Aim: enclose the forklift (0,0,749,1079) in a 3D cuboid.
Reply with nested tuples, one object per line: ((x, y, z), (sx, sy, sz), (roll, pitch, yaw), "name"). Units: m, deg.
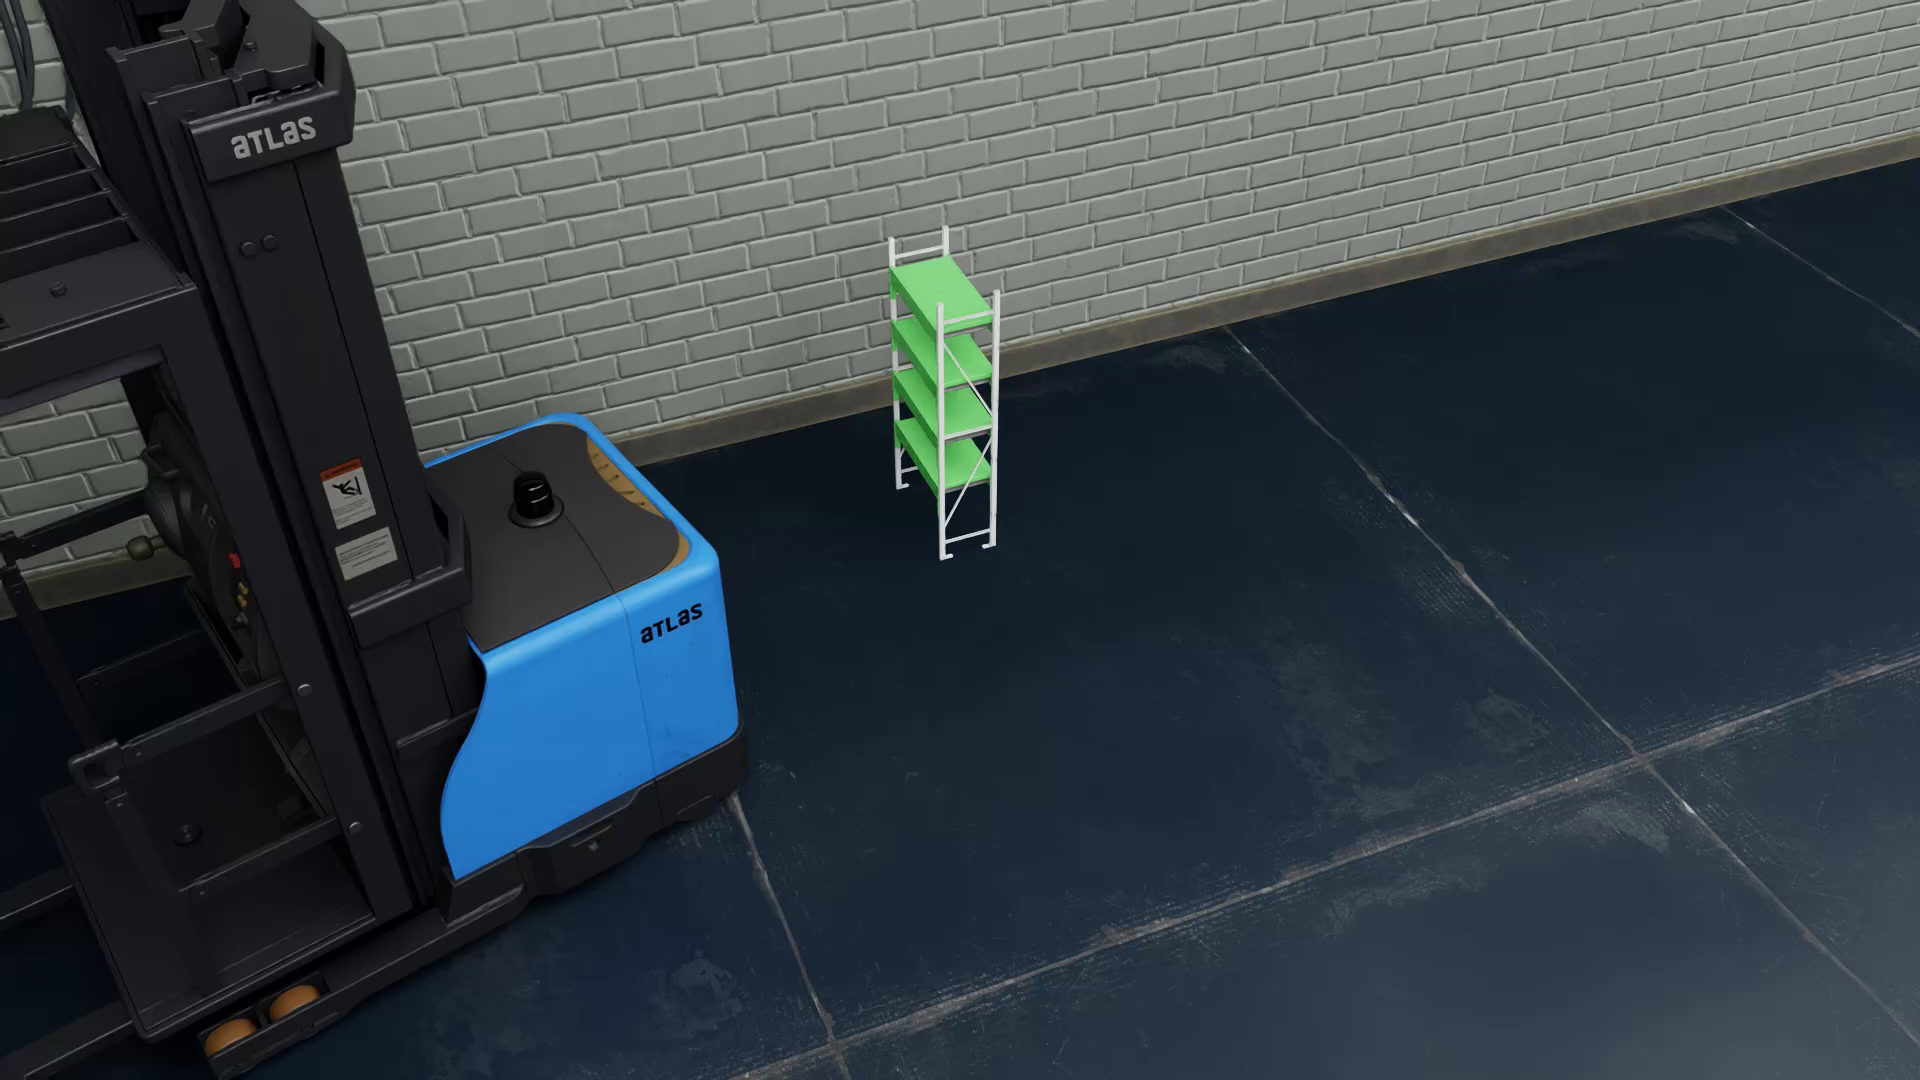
((-2.207, 0.074, 4.416), (3.031, 2.935, 1.130), (-26, 47, -27), "forklift")

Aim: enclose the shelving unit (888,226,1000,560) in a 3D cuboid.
((-0.063, -0.555, 6.475), (0.258, 1.200, 0.503), (-15, 43, -17), "shelving unit")

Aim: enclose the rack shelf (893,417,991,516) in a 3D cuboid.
((-0.063, -0.324, 6.673), (0.258, 0.148, 0.480), (-15, 43, -17), "rack shelf")

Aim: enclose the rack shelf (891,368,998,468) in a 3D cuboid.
((-0.063, -0.506, 6.516), (0.258, 0.148, 0.480), (-15, 43, -17), "rack shelf")

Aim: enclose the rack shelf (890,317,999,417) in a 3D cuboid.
((-0.063, -0.688, 6.360), (0.258, 0.148, 0.480), (-15, 43, -17), "rack shelf")

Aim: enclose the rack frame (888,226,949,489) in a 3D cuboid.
((-0.157, -0.702, 6.646), (0.240, 1.200, 0.015), (-15, 43, -17), "rack frame")

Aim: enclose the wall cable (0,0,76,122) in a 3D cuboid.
((-4.245, -1.763, 4.280), (3.097, 2.526, 0.112), (-15, 43, -17), "wall cable")

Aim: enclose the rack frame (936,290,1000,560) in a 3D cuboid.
((0.030, -0.408, 6.304), (0.240, 1.200, 0.015), (-15, 43, -17), "rack frame")

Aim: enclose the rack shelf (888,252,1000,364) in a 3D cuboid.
((-0.063, -0.870, 6.203), (0.258, 0.148, 0.480), (-15, 43, -17), "rack shelf")
